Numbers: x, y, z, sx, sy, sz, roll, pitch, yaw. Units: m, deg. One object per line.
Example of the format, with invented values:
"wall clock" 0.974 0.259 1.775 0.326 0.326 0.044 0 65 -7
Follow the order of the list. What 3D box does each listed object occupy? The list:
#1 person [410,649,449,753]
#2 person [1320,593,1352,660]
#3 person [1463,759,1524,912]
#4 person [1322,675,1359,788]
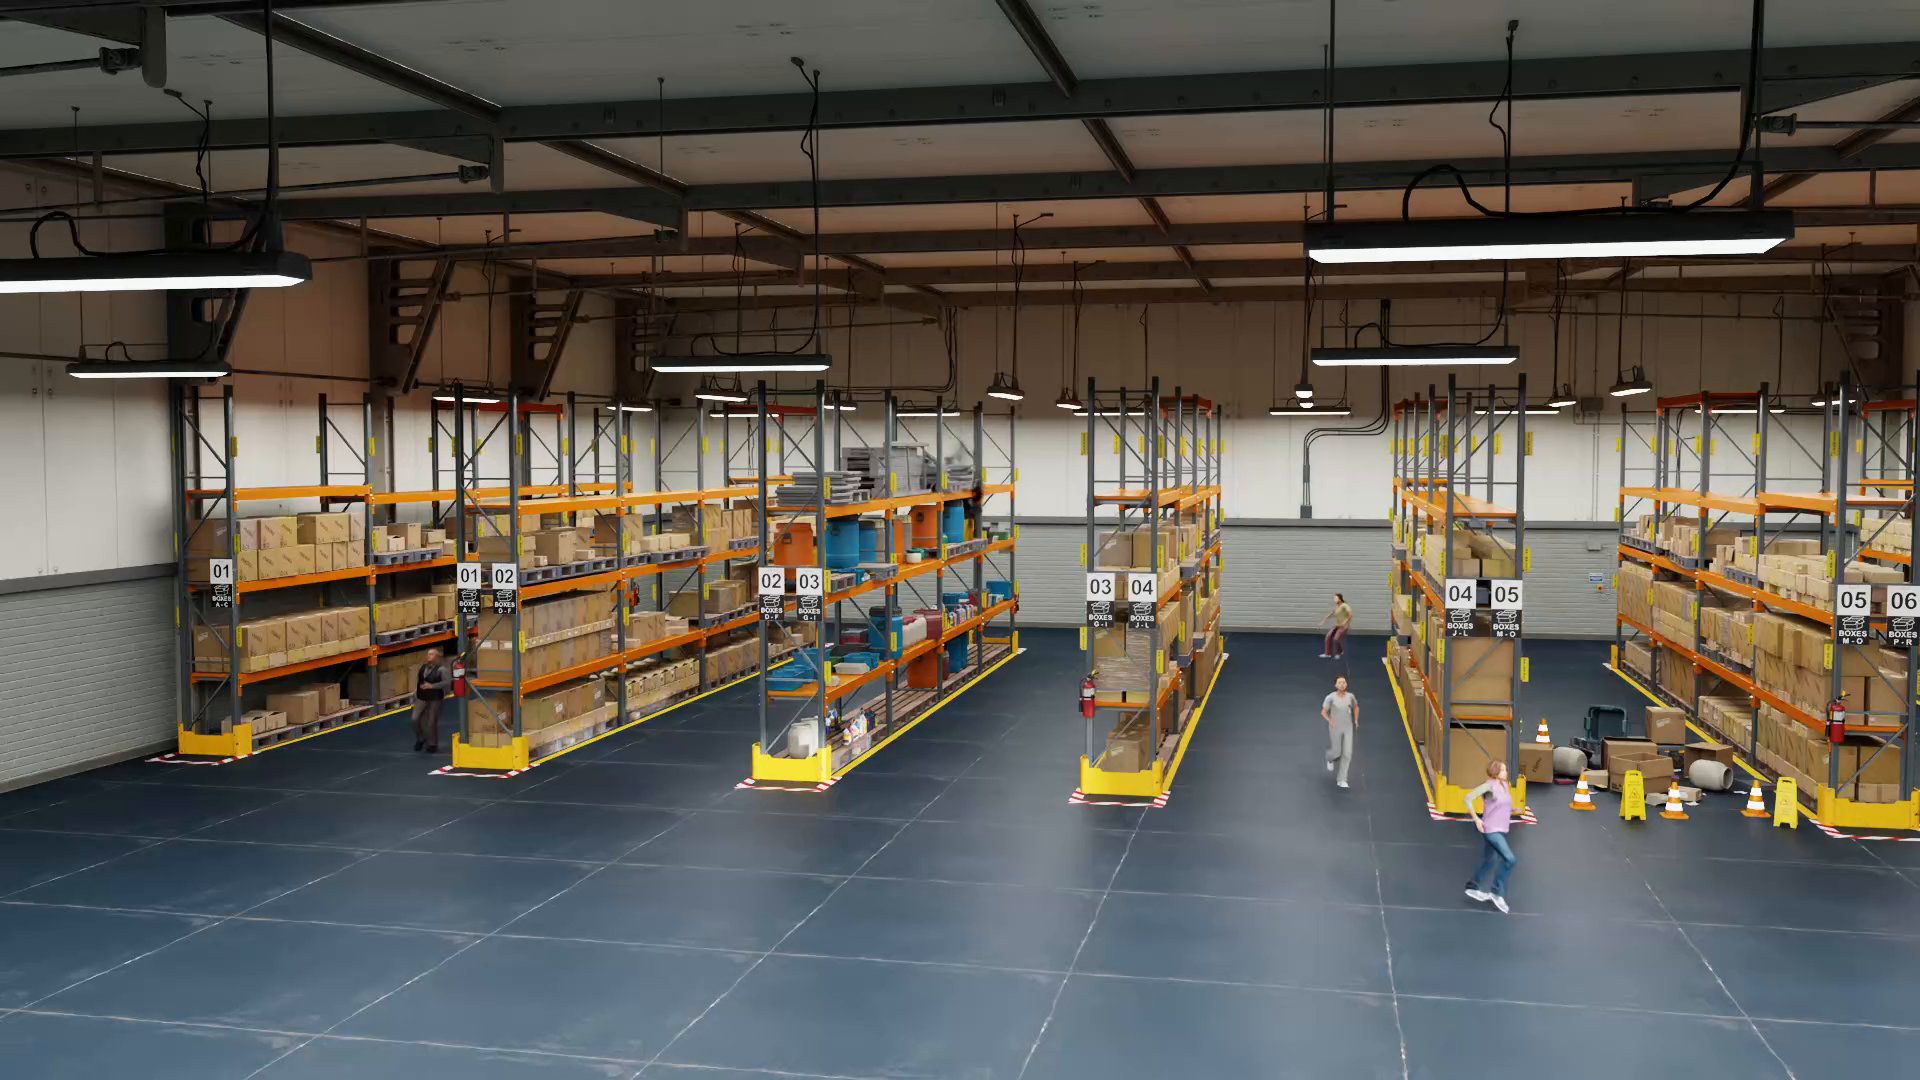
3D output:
"person" -8.685 2.635 27.224 0.659 1.694 0.647 0 3 6
"person" 8.869 2.037 39.228 0.472 1.574 0.830 -2 4 -32
"person" 5.801 3.188 18.054 0.663 1.621 0.515 3 4 42
"person" 5.655 2.818 24.649 0.581 1.623 0.806 0 3 -2
